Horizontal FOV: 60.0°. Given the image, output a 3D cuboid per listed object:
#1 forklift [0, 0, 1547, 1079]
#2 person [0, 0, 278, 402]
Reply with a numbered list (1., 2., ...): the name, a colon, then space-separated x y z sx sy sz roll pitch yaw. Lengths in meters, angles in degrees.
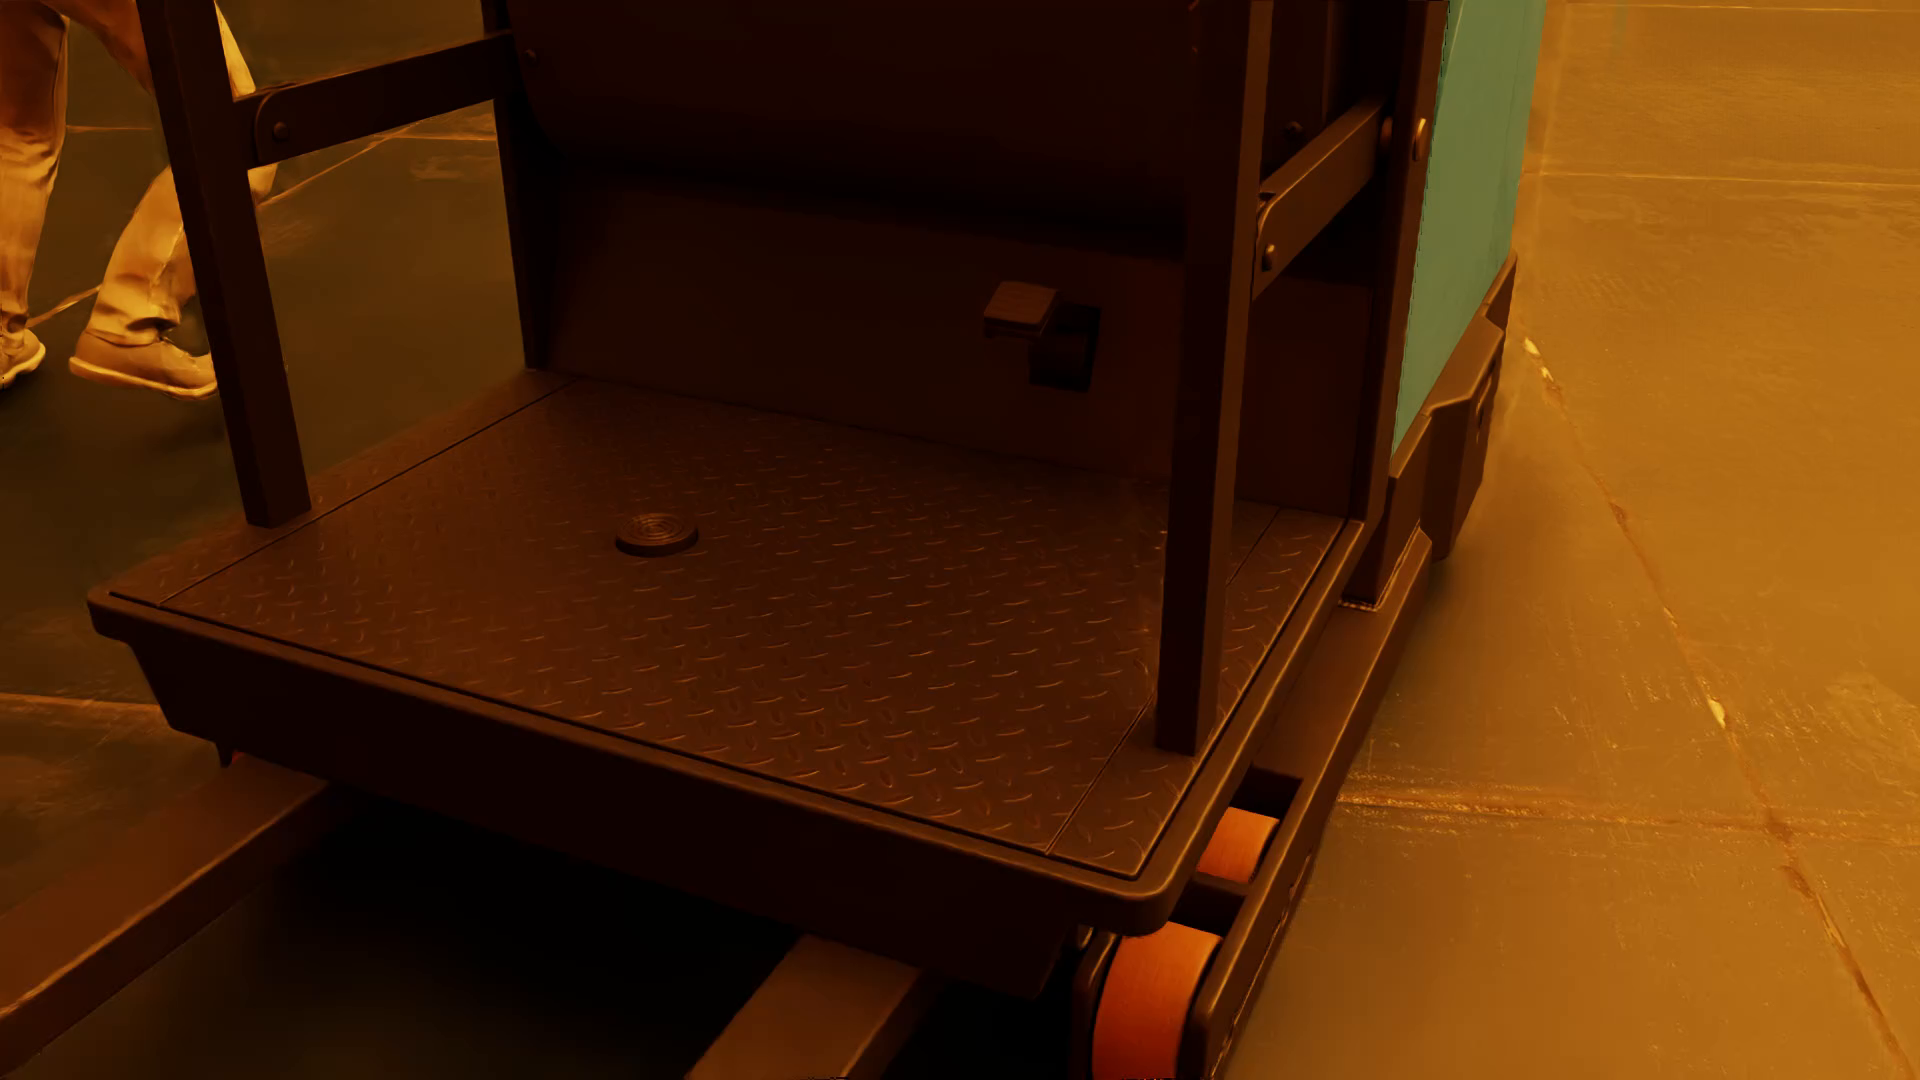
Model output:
1. forklift: -0.153 -1.027 1.276 1.130 2.935 3.031 12 29 22
2. person: -1.459 -0.981 2.637 0.817 1.570 0.423 13 29 24
